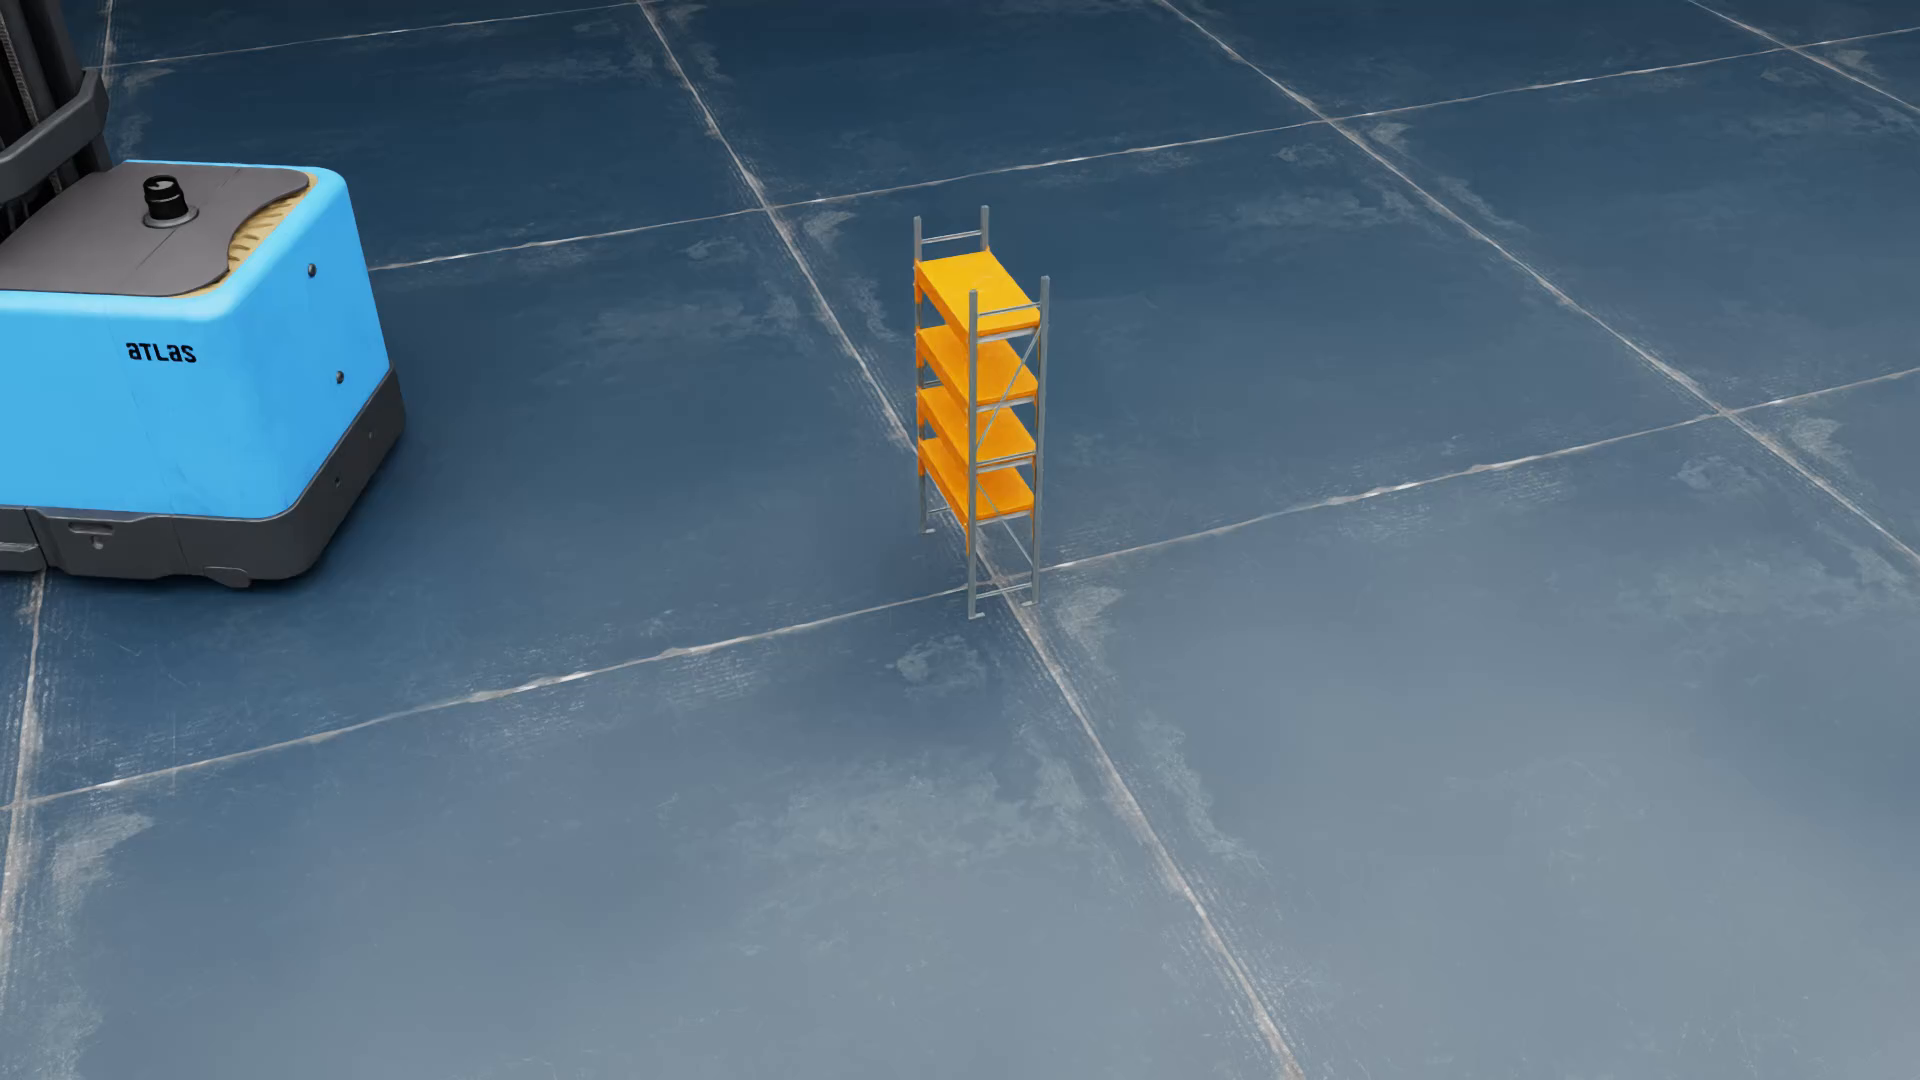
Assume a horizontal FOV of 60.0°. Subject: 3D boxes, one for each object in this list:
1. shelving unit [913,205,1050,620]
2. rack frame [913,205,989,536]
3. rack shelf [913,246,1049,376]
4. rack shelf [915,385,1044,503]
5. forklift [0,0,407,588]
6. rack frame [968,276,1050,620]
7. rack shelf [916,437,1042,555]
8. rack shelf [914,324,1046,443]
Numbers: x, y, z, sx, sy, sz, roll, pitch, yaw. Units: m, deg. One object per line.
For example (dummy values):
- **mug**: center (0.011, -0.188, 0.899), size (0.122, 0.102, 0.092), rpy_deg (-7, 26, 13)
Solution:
- **shelving unit**: center (0.057, -0.386, 5.265), size (0.258, 1.200, 0.503), rpy_deg (-12, 39, -16)
- **rack frame**: center (-0.027, -0.524, 5.448), size (0.240, 1.200, 0.015), rpy_deg (-12, 39, -16)
- **rack shelf**: center (0.057, -0.700, 5.028), size (0.258, 0.148, 0.480), rpy_deg (-12, 39, -16)
- **rack shelf**: center (0.057, -0.332, 5.305), size (0.258, 0.148, 0.480), rpy_deg (-12, 39, -16)
- **forklift**: center (-3.615, -1.376, 5.140), size (3.031, 2.935, 1.130), rpy_deg (3, 37, 4)
- **rack frame**: center (0.141, -0.248, 5.082), size (0.240, 1.200, 0.015), rpy_deg (-12, 39, -16)
- **rack shelf**: center (0.057, -0.173, 5.425), size (0.258, 0.148, 0.480), rpy_deg (-12, 39, -16)
- **rack shelf**: center (0.057, -0.511, 5.171), size (0.258, 0.148, 0.480), rpy_deg (-12, 39, -16)
